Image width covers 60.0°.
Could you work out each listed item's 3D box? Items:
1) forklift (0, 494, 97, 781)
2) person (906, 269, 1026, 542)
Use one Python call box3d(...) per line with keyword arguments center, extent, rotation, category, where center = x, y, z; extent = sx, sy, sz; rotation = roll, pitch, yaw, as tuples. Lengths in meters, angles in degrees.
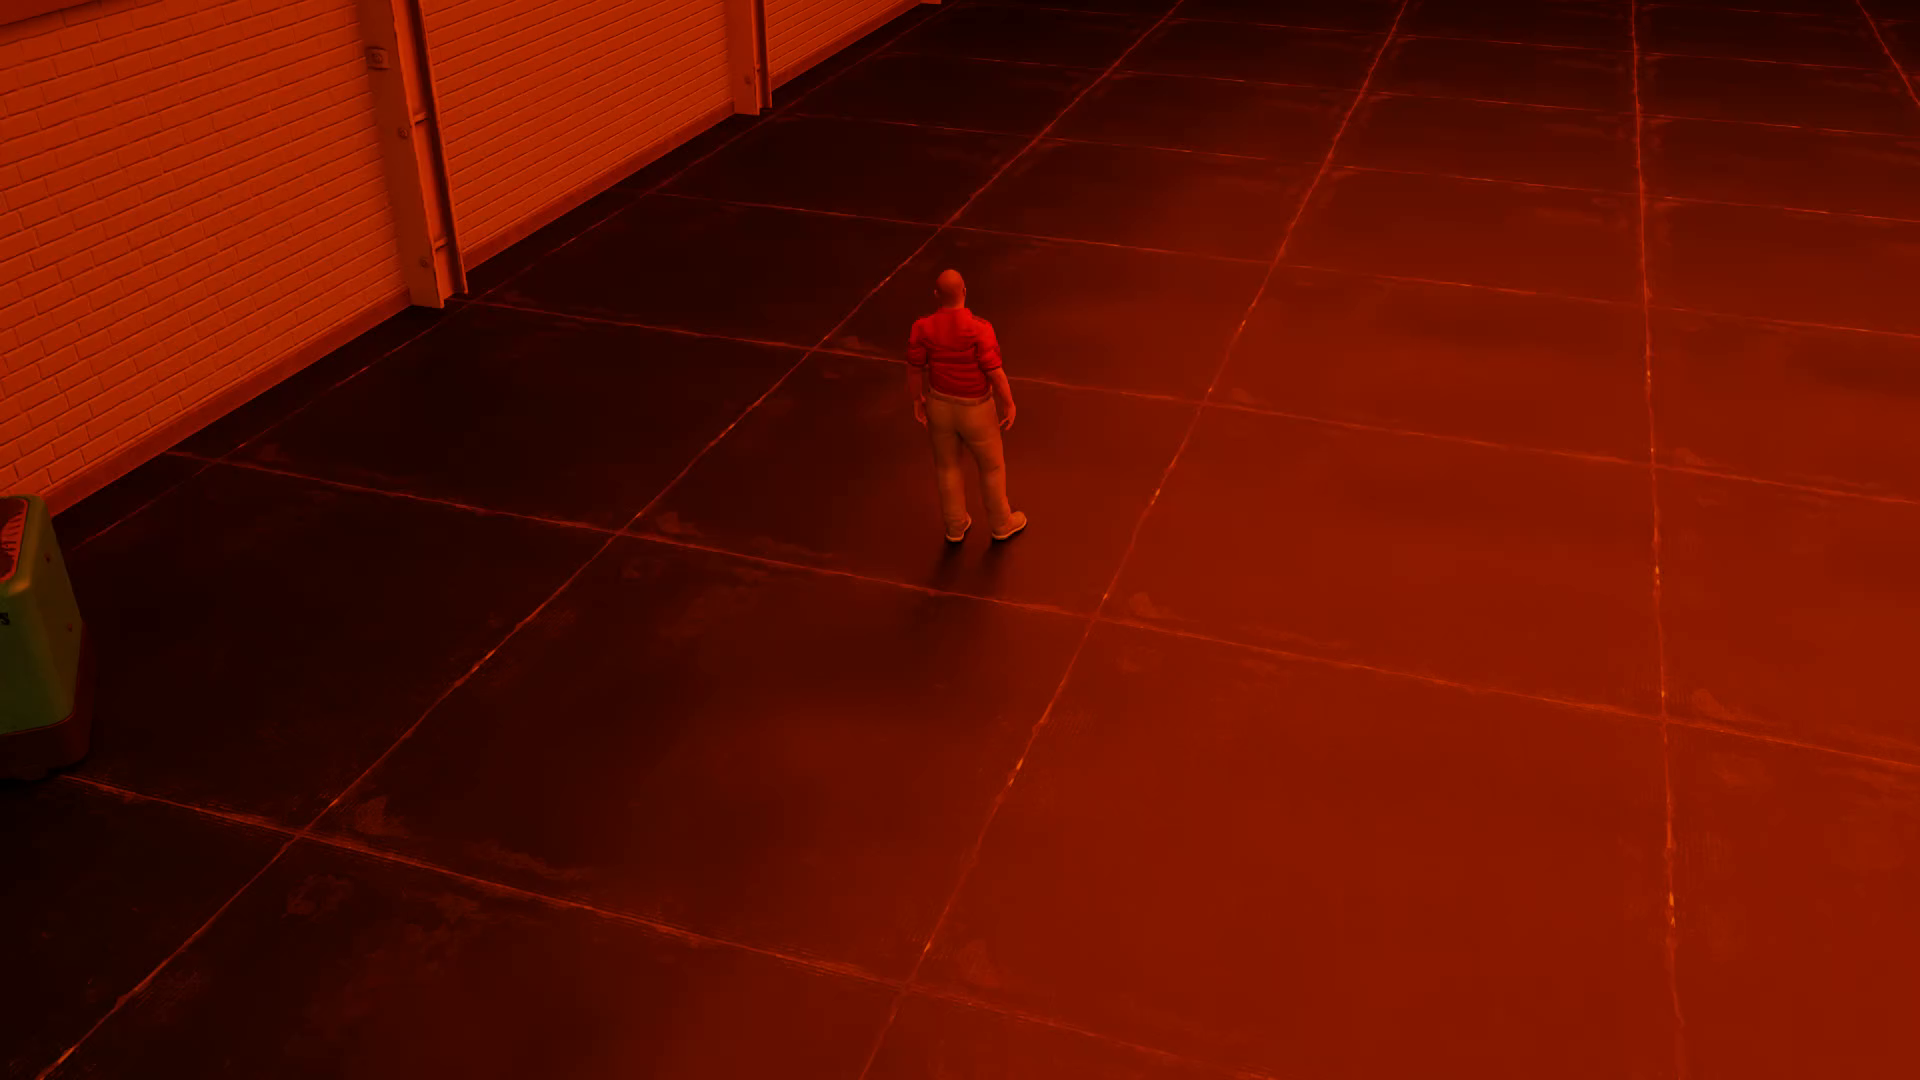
box3d(center=(-5.832, -0.099, 7.310), extent=(3.031, 2.935, 1.130), rotation=(-11, 32, -19), category="forklift")
box3d(center=(0.041, -0.797, 9.735), extent=(0.640, 1.727, 0.551), rotation=(10, 31, 16), category="person")
